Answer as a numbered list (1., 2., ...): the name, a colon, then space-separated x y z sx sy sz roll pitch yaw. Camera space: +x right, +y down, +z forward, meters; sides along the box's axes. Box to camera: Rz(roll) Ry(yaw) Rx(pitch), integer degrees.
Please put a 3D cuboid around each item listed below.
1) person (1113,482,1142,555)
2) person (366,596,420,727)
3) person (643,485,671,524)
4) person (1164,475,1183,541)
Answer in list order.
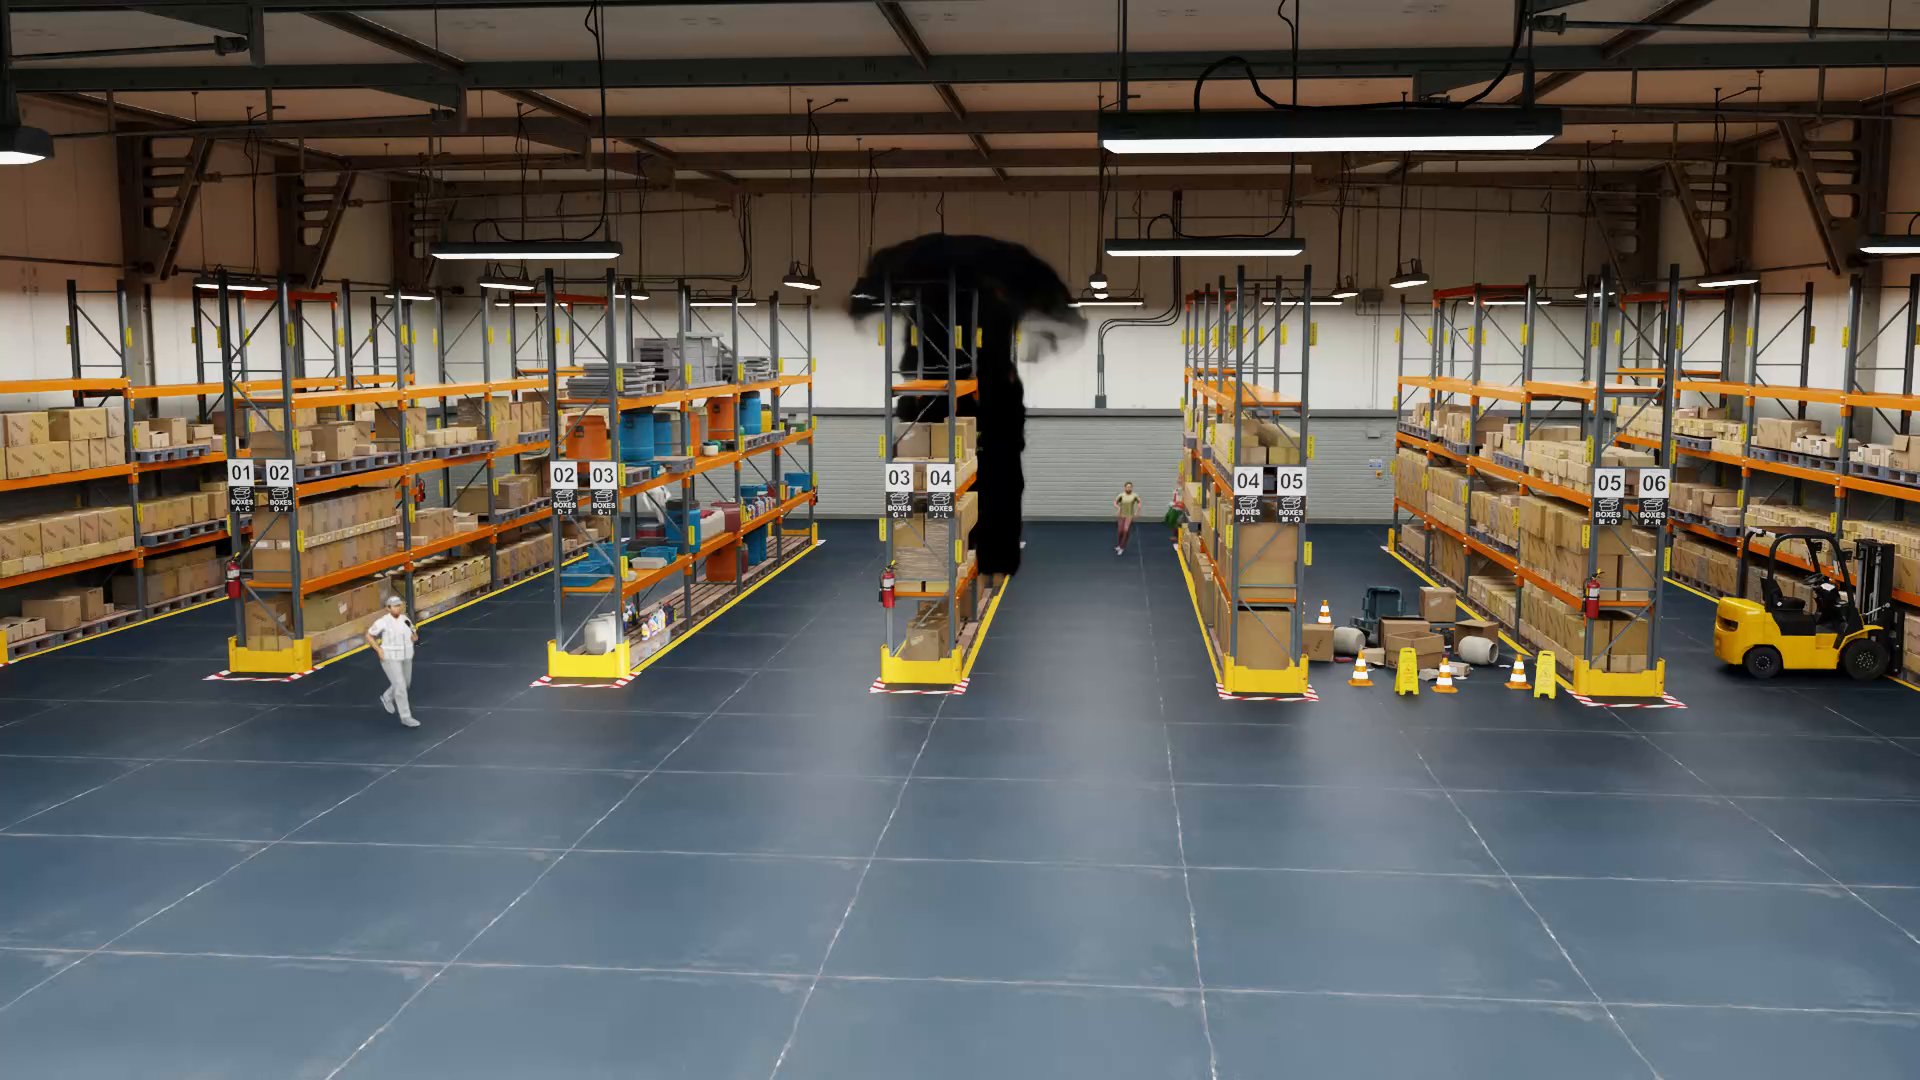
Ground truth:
1. person: 3.877 -0.510 38.691 0.625 1.683 0.784 2 7 16
2. person: -7.329 1.548 21.624 0.933 1.646 0.613 5 8 34
3. person: -7.403 -0.792 40.846 0.669 1.667 0.816 -4 8 -30
4. person: 5.280 -0.800 40.775 0.546 1.704 0.770 1 7 7
